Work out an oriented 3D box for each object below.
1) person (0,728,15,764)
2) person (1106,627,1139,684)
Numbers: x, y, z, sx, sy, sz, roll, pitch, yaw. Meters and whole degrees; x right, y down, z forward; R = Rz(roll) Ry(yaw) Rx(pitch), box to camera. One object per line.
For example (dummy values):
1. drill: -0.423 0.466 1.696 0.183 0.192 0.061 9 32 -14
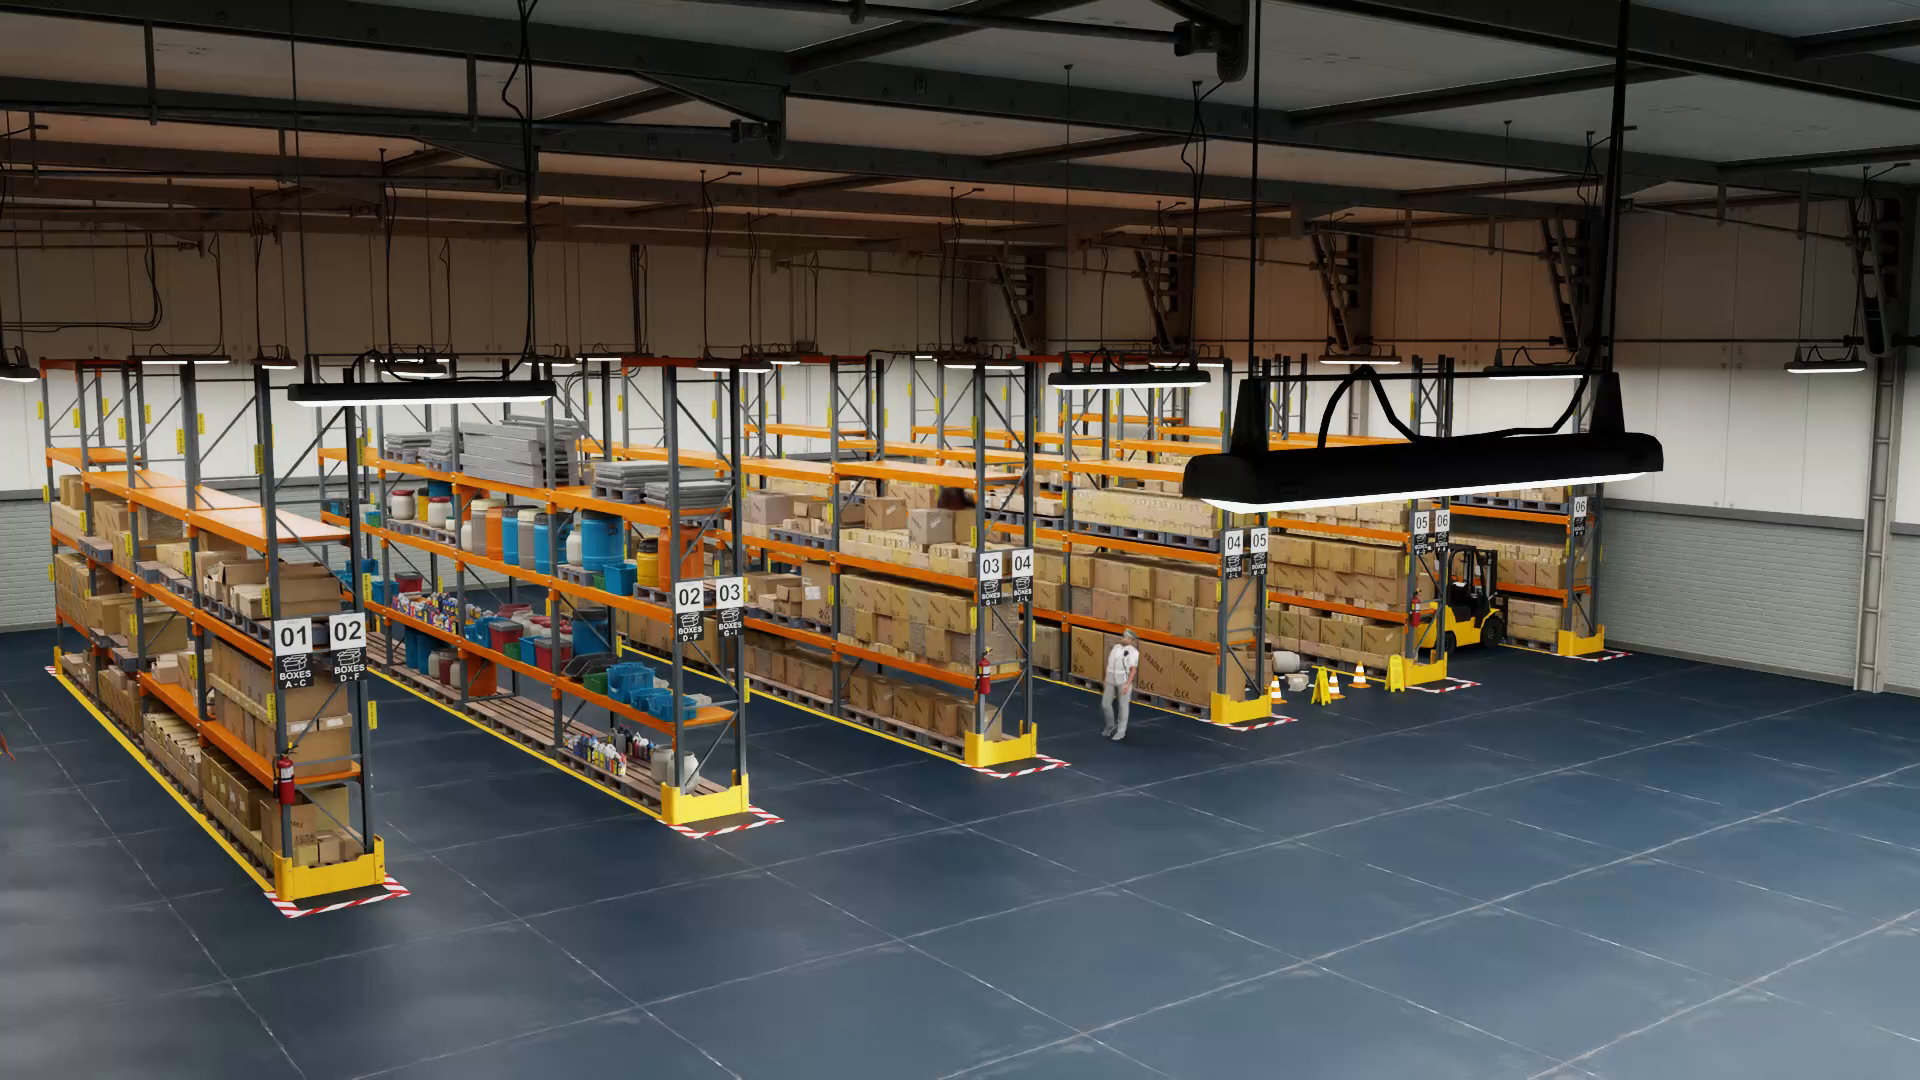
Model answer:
1. person: -12.943 2.842 21.959 0.758 1.625 0.905 -6 9 -40
2. person: 2.598 1.834 26.571 0.532 0.871 0.495 3 8 25
